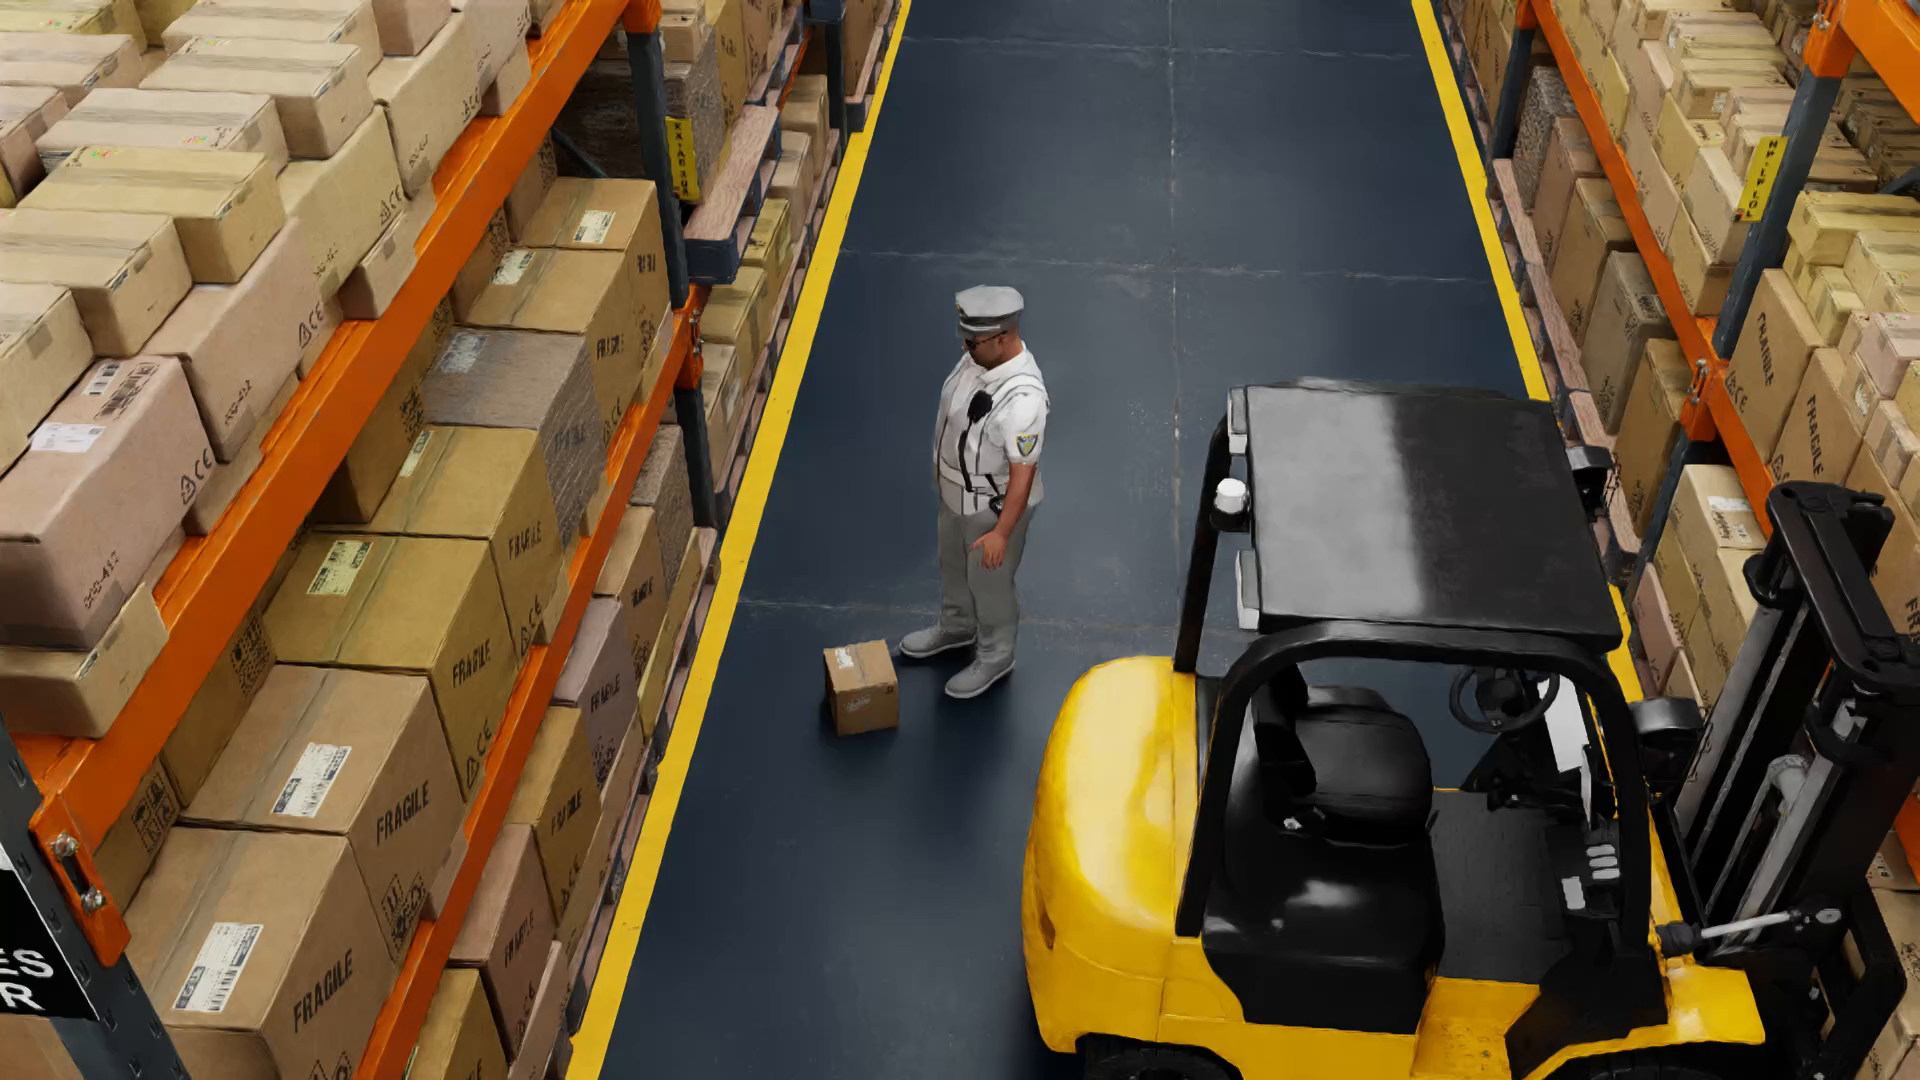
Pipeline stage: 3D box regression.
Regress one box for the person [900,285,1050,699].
[{"bbox_3d":[0.047,-0.158,6.315,0.501,1.747,0.569,-15,42,-17],"label":"person"}]
